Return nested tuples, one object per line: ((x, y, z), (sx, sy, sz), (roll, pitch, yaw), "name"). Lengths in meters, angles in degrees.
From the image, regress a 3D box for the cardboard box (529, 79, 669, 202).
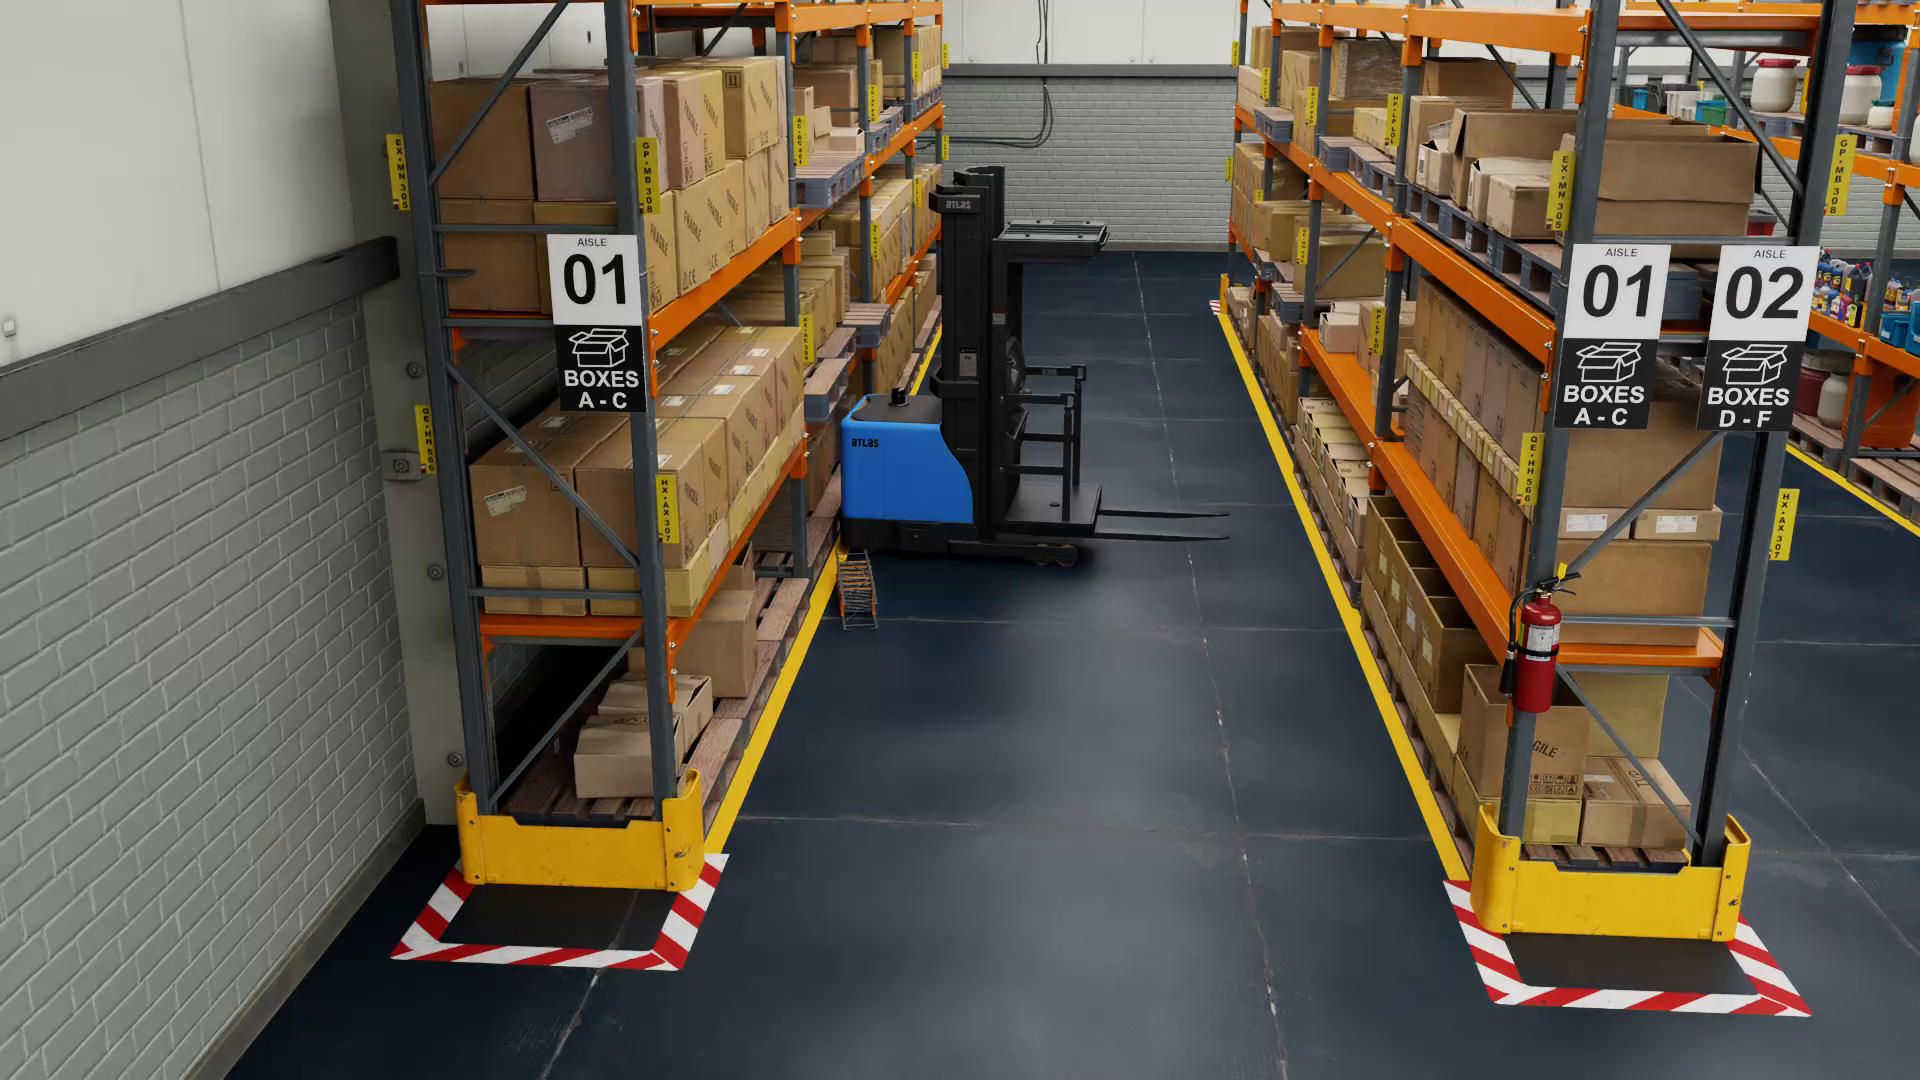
((-1.620, -1.814, 7.525), (0.500, 0.500, 0.500), (0, 18, 0), "cardboard box")

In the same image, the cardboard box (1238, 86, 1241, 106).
((3.908, -5.802, 21.736), (0.500, 0.250, 0.500), (1, 18, 4), "cardboard box")

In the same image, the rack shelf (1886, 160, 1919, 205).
((8.422, -2.468, 12.475), (1.077, 0.370, 4.000), (1, 18, 4), "rack shelf")

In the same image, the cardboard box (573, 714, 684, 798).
((-1.750, 1.114, 8.818), (0.500, 0.311, 0.500), (-1, 18, -2), "cardboard box")

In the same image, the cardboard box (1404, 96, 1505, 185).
((3.039, -2.463, 10.246), (0.500, 0.500, 0.500), (3, 18, 8), "cardboard box")

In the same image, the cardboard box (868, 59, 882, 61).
((-1.202, -4.880, 17.814), (0.700, 0.500, 0.500), (0, 18, 1), "cardboard box")

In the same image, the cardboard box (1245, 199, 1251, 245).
((3.762, -3.888, 20.309), (0.500, 0.500, 0.500), (2, 18, 5), "cardboard box")

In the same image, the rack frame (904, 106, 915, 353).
((-1.029, -3.469, 19.192), (1.000, 3.000, 0.127), (1, 18, 4), "rack frame")

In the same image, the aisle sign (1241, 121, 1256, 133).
((3.911, -5.865, 22.329), (0.394, 0.787, 0.004), (1, 18, 4), "aisle sign")

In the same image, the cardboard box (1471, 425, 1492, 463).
((2.980, -0.513, 8.970), (0.380, 0.149, 0.250), (2, 18, 5), "cardboard box")

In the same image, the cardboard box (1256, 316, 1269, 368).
((3.634, -2.236, 18.737), (0.500, 0.500, 0.500), (0, 18, 1), "cardboard box")

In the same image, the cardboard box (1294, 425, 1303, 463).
((3.295, -0.854, 14.953), (0.500, 0.250, 0.500), (1, 18, 4), "cardboard box")

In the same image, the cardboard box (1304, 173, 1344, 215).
((4.226, -4.022, 19.114), (0.500, 0.500, 0.500), (2, 18, 5), "cardboard box")

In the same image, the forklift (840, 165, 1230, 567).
((0.618, -1.365, 12.881), (3.031, 2.935, 1.130), (3, 18, 8), "forklift")

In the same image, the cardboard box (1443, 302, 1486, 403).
((3.241, -1.088, 9.683), (0.700, 0.500, 0.500), (1, 18, 4), "cardboard box")

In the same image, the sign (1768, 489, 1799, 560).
((3.605, -0.067, 7.293), (0.100, 0.325, 0.005), (1, 18, 4), "sign")

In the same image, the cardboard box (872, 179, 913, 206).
((-0.808, -3.873, 18.550), (0.500, 0.250, 0.500), (2, 18, 5), "cardboard box")

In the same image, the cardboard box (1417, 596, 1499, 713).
((2.850, 0.634, 9.207), (0.500, 0.500, 0.500), (1, 18, 4), "cardboard box")

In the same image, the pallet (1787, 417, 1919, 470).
((8.580, -0.926, 15.910), (1.003, 0.211, 1.213), (1, 18, 4), "pallet")

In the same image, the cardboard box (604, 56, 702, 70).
((-1.923, -2.796, 10.523), (0.500, 0.500, 0.500), (2, 18, 5), "cardboard box")

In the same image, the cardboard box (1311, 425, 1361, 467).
((3.227, -0.799, 13.884), (0.500, 0.311, 0.500), (1, 18, 2), "cardboard box")

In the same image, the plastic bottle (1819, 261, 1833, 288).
((8.949, -2.742, 17.180), (0.097, 0.271, 0.097), (0, 18, 0), "plastic bottle")

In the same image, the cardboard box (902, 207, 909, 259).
((-0.838, -3.359, 18.188), (0.500, 0.500, 0.500), (1, 18, 4), "cardboard box")

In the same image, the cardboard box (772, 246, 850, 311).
((-1.340, -2.337, 14.870), (0.700, 0.500, 0.500), (-1, 18, -3), "cardboard box")

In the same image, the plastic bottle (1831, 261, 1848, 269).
((9.074, -2.747, 17.189), (0.152, 0.276, 0.135), (1, 18, 4), "plastic bottle")

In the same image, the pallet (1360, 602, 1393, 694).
((3.240, 0.696, 10.958), (1.003, 0.211, 1.213), (1, 18, 4), "pallet")

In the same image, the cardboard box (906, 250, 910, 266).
((-0.766, -3.169, 18.647), (0.380, 0.149, 0.250), (2, 18, 5), "cardboard box")

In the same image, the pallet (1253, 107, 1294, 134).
((3.795, -4.494, 17.807), (1.213, 0.211, 1.003), (1, 18, 4), "pallet")

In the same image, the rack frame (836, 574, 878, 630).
((-0.756, 0.436, 12.072), (0.240, 0.006, 1.200), (-2, 18, -6), "rack frame")

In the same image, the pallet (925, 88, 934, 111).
((-0.870, -5.484, 20.667), (1.003, 0.211, 1.213), (1, 18, 4), "pallet")

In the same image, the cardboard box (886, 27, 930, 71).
((-0.638, -5.955, 20.163), (0.500, 0.500, 0.500), (1, 18, 4), "cardboard box")

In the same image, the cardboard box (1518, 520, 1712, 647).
((3.098, 0.175, 7.910), (0.700, 0.500, 0.500), (1, 18, 4), "cardboard box")

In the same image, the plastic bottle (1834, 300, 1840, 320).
((8.212, -2.153, 15.496), (0.097, 0.201, 0.097), (0, 18, 0), "plastic bottle")

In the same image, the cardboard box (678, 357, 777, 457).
((-1.405, -0.814, 10.093), (0.500, 0.500, 0.500), (1, 18, 2), "cardboard box")

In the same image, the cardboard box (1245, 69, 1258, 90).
((3.830, -5.729, 20.711), (0.500, 0.250, 0.500), (1, 18, 4), "cardboard box")

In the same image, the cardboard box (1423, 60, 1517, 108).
((3.422, -2.975, 11.231), (0.500, 0.500, 0.500), (2, 18, 5), "cardboard box")

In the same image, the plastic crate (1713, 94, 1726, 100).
((9.353, -5.502, 20.920), (0.450, 0.188, 0.336), (1, 18, 4), "plastic crate")

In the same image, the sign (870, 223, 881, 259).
((-0.774, -2.730, 15.204), (0.100, 0.325, 0.005), (1, 18, 4), "sign")

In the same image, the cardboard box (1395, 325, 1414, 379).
((3.447, -1.324, 12.486), (0.500, 0.500, 0.500), (3, 18, 8), "cardboard box")

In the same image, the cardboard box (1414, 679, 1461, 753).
((2.853, 0.991, 9.324), (0.500, 0.250, 0.500), (1, 18, 4), "cardboard box")

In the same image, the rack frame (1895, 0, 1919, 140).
((8.565, -4.856, 13.791), (1.000, 3.000, 0.127), (1, 18, 4), "rack frame")

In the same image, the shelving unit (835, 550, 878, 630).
((-0.756, 0.349, 12.044), (0.258, 0.189, 1.200), (-2, 18, -6), "shelving unit")

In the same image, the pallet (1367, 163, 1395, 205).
((3.389, -2.483, 11.675), (0.805, 0.209, 1.217), (1, 18, 2), "pallet")

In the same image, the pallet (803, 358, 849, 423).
((-1.403, -1.127, 12.353), (1.003, 0.211, 1.213), (1, 18, 4), "pallet")

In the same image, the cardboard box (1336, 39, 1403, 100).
((3.663, -4.200, 14.841), (0.500, 0.500, 0.500), (1, 18, 4), "cardboard box")

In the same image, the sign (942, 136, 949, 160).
((-0.202, -5.357, 22.716), (0.100, 0.325, 0.005), (1, 18, 4), "sign")

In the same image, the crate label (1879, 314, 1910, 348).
((8.161, -1.803, 14.378), (0.303, 0.233, 0.416), (1, 18, 4), "crate label")

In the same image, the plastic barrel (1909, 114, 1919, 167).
((8.238, -3.394, 13.968), (0.421, 0.512, 0.421), (0, 18, 0), "plastic barrel")

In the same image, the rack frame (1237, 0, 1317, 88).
((4.199, -7.452, 21.715), (1.000, 3.000, 0.127), (1, 18, 4), "rack frame")

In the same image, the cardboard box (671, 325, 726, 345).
((-1.845, -1.137, 11.081), (0.500, 0.500, 0.500), (1, 18, 3), "cardboard box")

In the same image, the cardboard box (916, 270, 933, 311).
((-0.729, -3.348, 22.162), (0.700, 0.500, 0.500), (1, 18, 4), "cardboard box")

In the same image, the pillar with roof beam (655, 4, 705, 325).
((2.022, -4.597, 13.000), (9.100, 9.000, 0.400), (1, 18, 4), "pillar with roof beam")

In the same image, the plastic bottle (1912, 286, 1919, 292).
((9.007, -2.261, 15.694), (0.061, 0.283, 0.133), (1, 18, 4), "plastic bottle")

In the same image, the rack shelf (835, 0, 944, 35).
((-0.886, -6.409, 20.328), (1.077, 0.370, 4.000), (1, 18, 4), "rack shelf")

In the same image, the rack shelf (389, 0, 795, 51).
((-1.746, -2.870, 8.892), (1.077, 0.370, 4.000), (1, 18, 4), "rack shelf")

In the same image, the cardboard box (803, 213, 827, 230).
((-1.542, -2.928, 15.666), (0.500, 0.250, 0.500), (2, 18, 5), "cardboard box")
